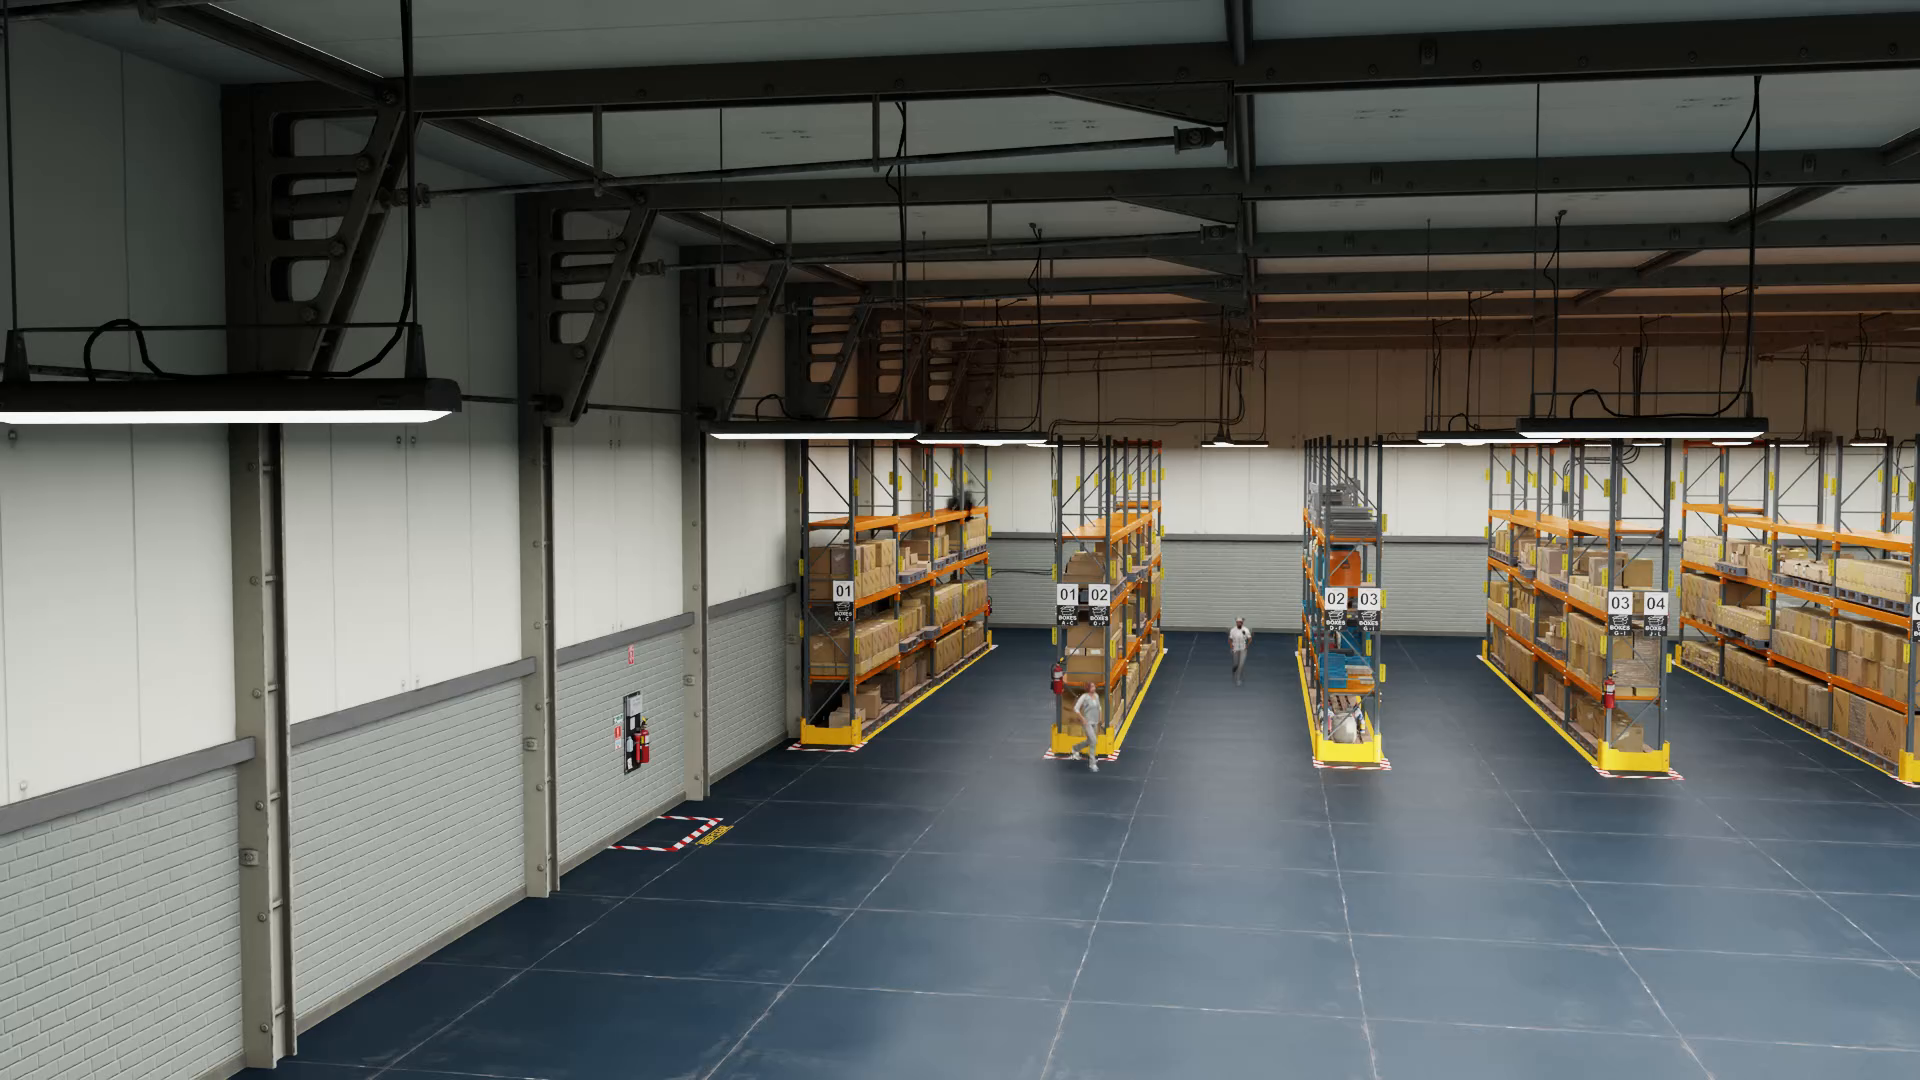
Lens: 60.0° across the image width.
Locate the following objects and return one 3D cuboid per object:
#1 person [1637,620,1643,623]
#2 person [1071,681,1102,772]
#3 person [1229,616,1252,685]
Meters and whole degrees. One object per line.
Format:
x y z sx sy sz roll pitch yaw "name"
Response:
18.048 2.479 44.850 0.565 1.647 0.708 -3 4 -43 "person"
2.278 3.317 29.904 0.550 1.613 0.743 -3 4 -41 "person"
6.874 2.698 40.776 0.576 1.678 0.609 1 3 11 "person"
